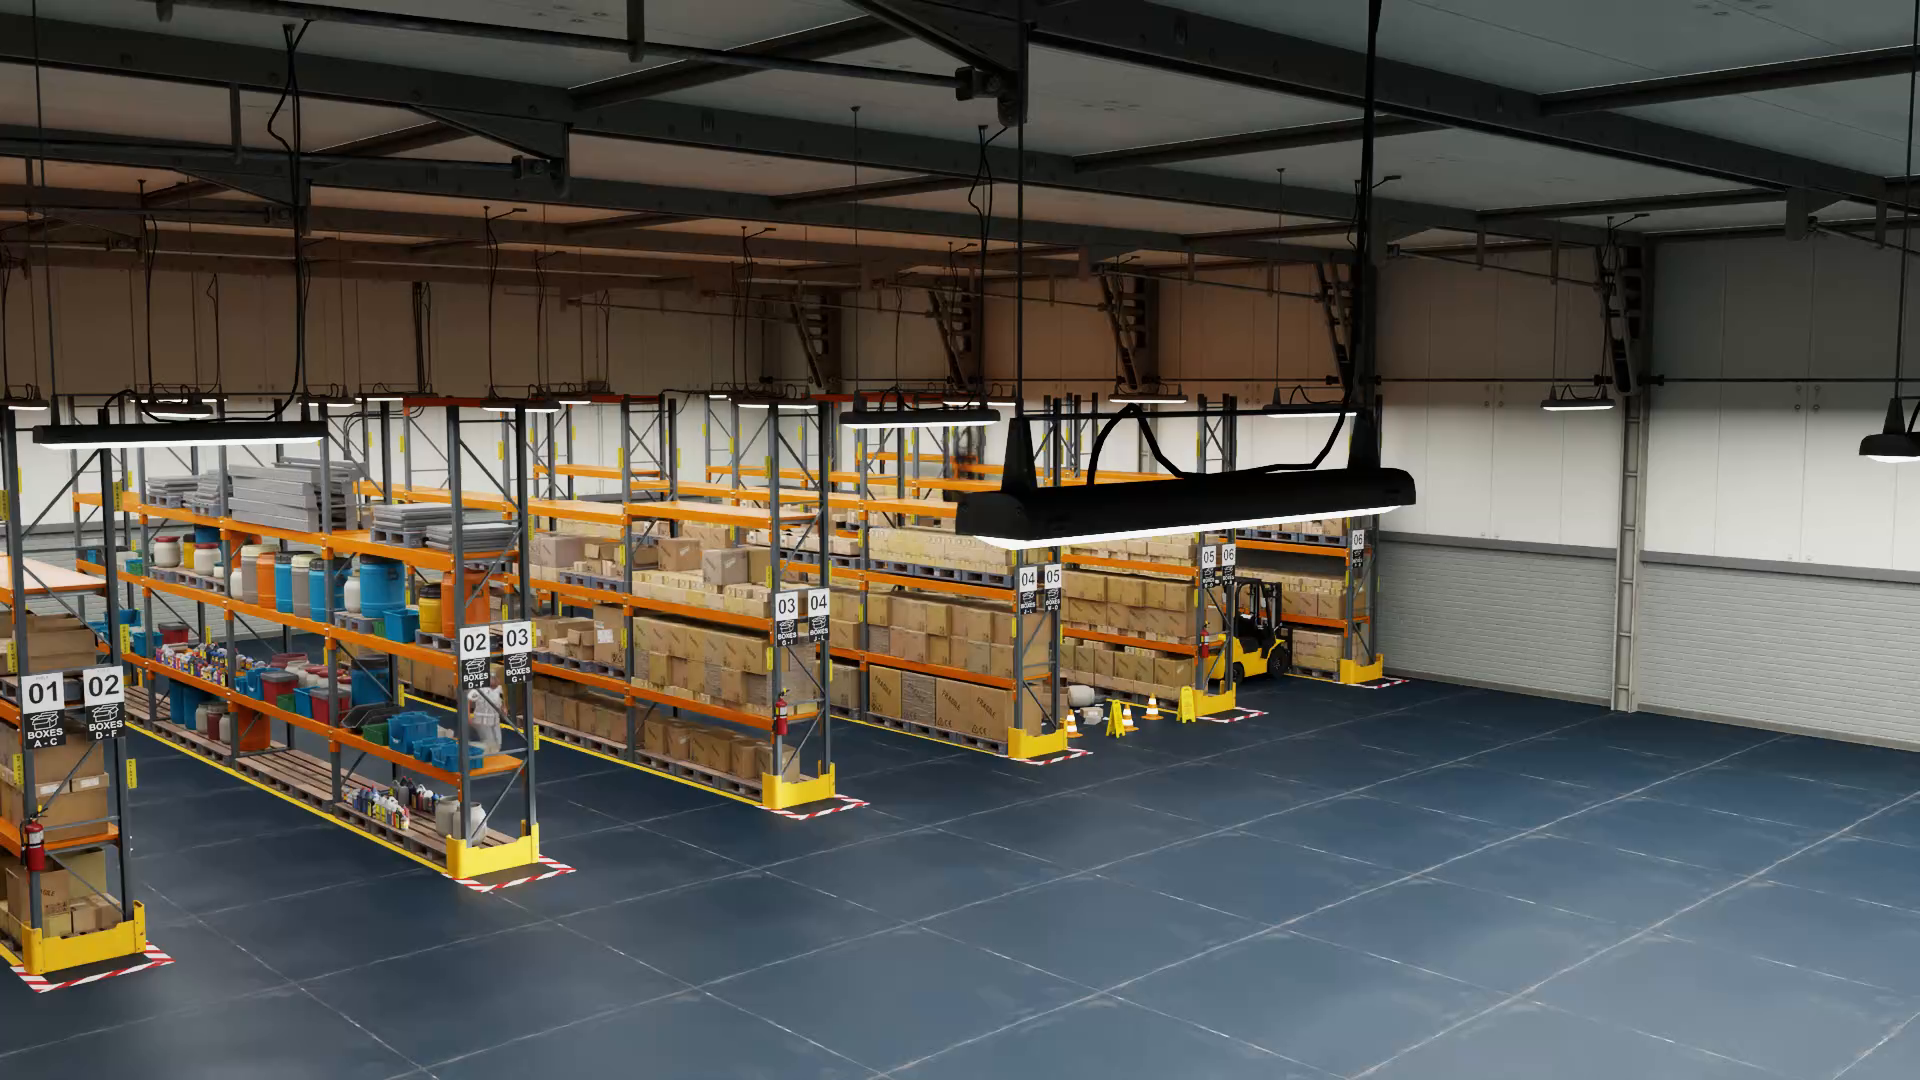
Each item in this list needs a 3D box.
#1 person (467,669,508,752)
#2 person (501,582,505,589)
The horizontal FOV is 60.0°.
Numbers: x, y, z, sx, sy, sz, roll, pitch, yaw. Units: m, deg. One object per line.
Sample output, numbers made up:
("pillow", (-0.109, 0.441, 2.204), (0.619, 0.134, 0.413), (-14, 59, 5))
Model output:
("person", (-7.568, 2.915, 26.650), (0.702, 1.739, 0.703), (4, 7, 33))
("person", (-10.658, 1.780, 38.795), (0.586, 1.730, 0.837), (-5, 7, -39))
